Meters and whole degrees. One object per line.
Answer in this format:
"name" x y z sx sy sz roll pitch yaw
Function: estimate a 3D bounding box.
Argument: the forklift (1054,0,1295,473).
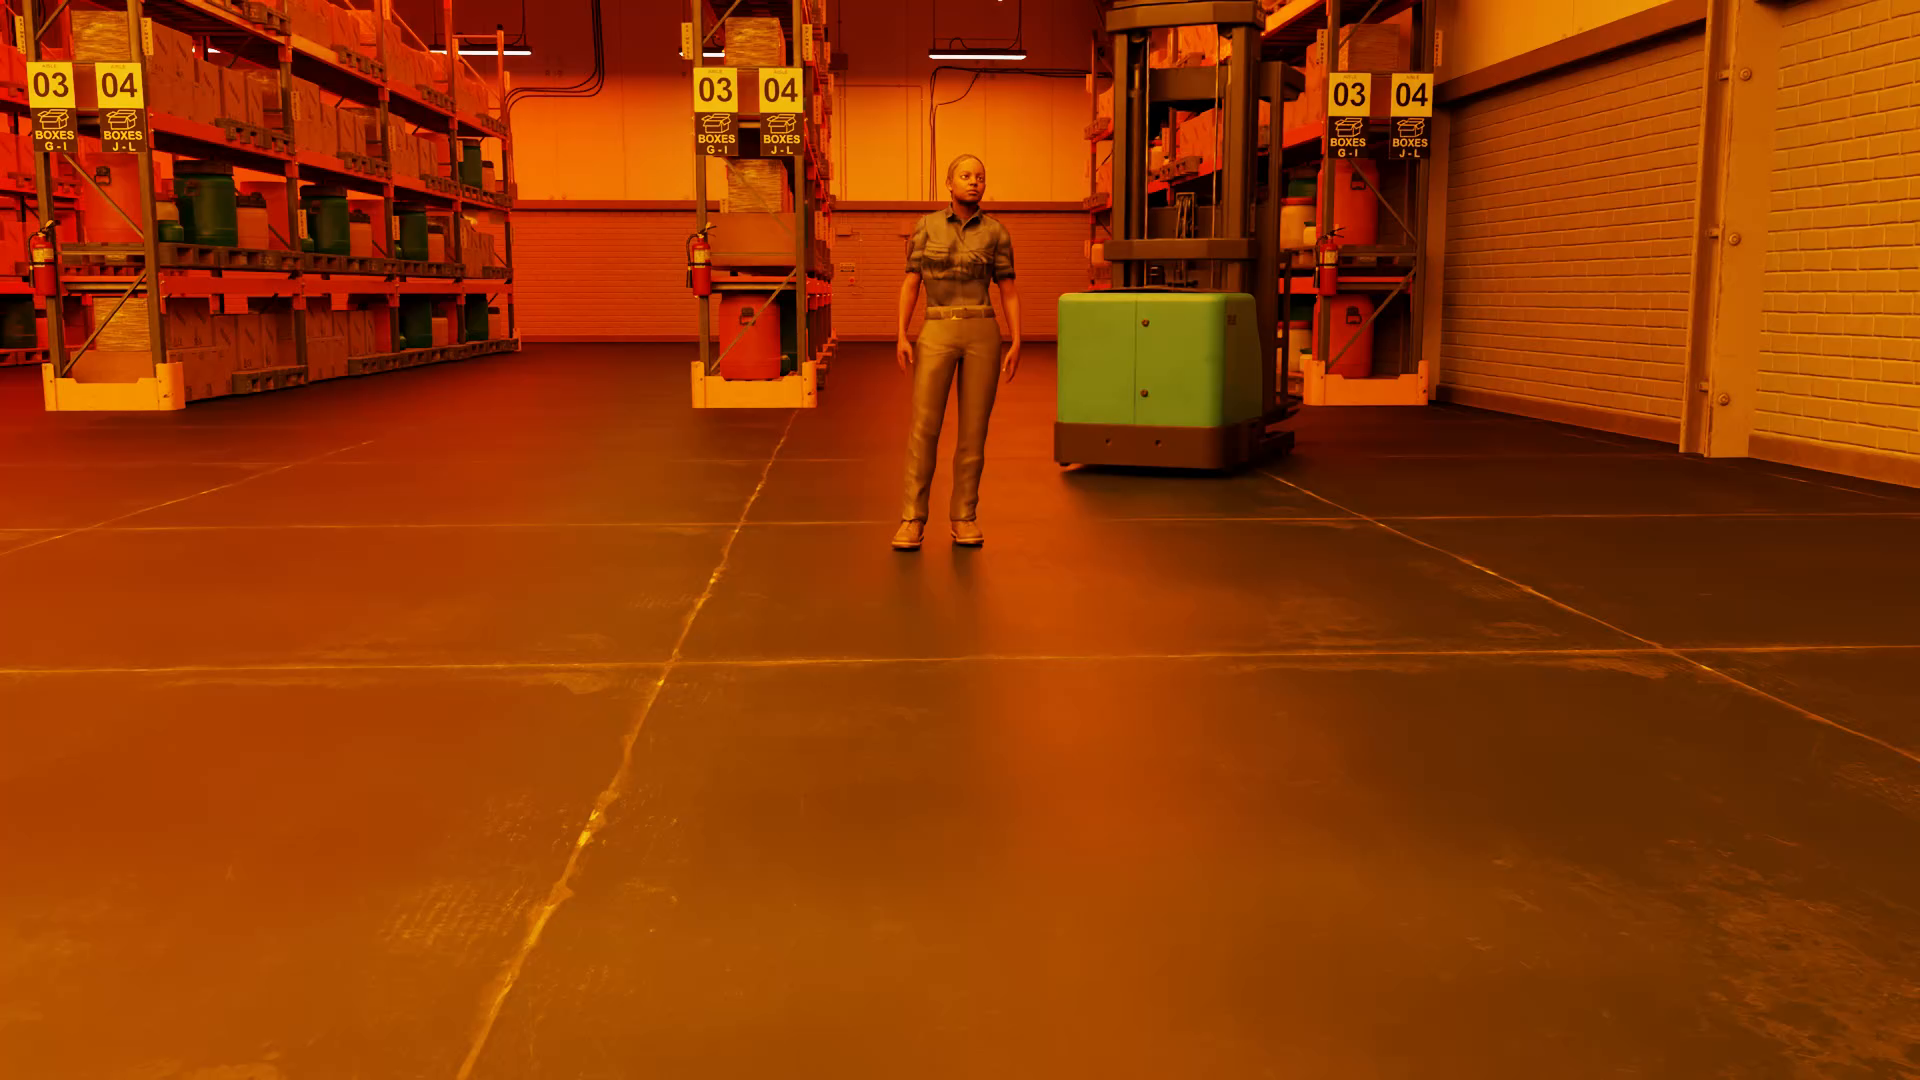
"forklift" 1.610 -2.017 10.914 1.130 2.935 3.031 4 9 23

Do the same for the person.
"person" -0.014 -0.812 7.099 0.570 1.656 0.503 -1 8 -4
